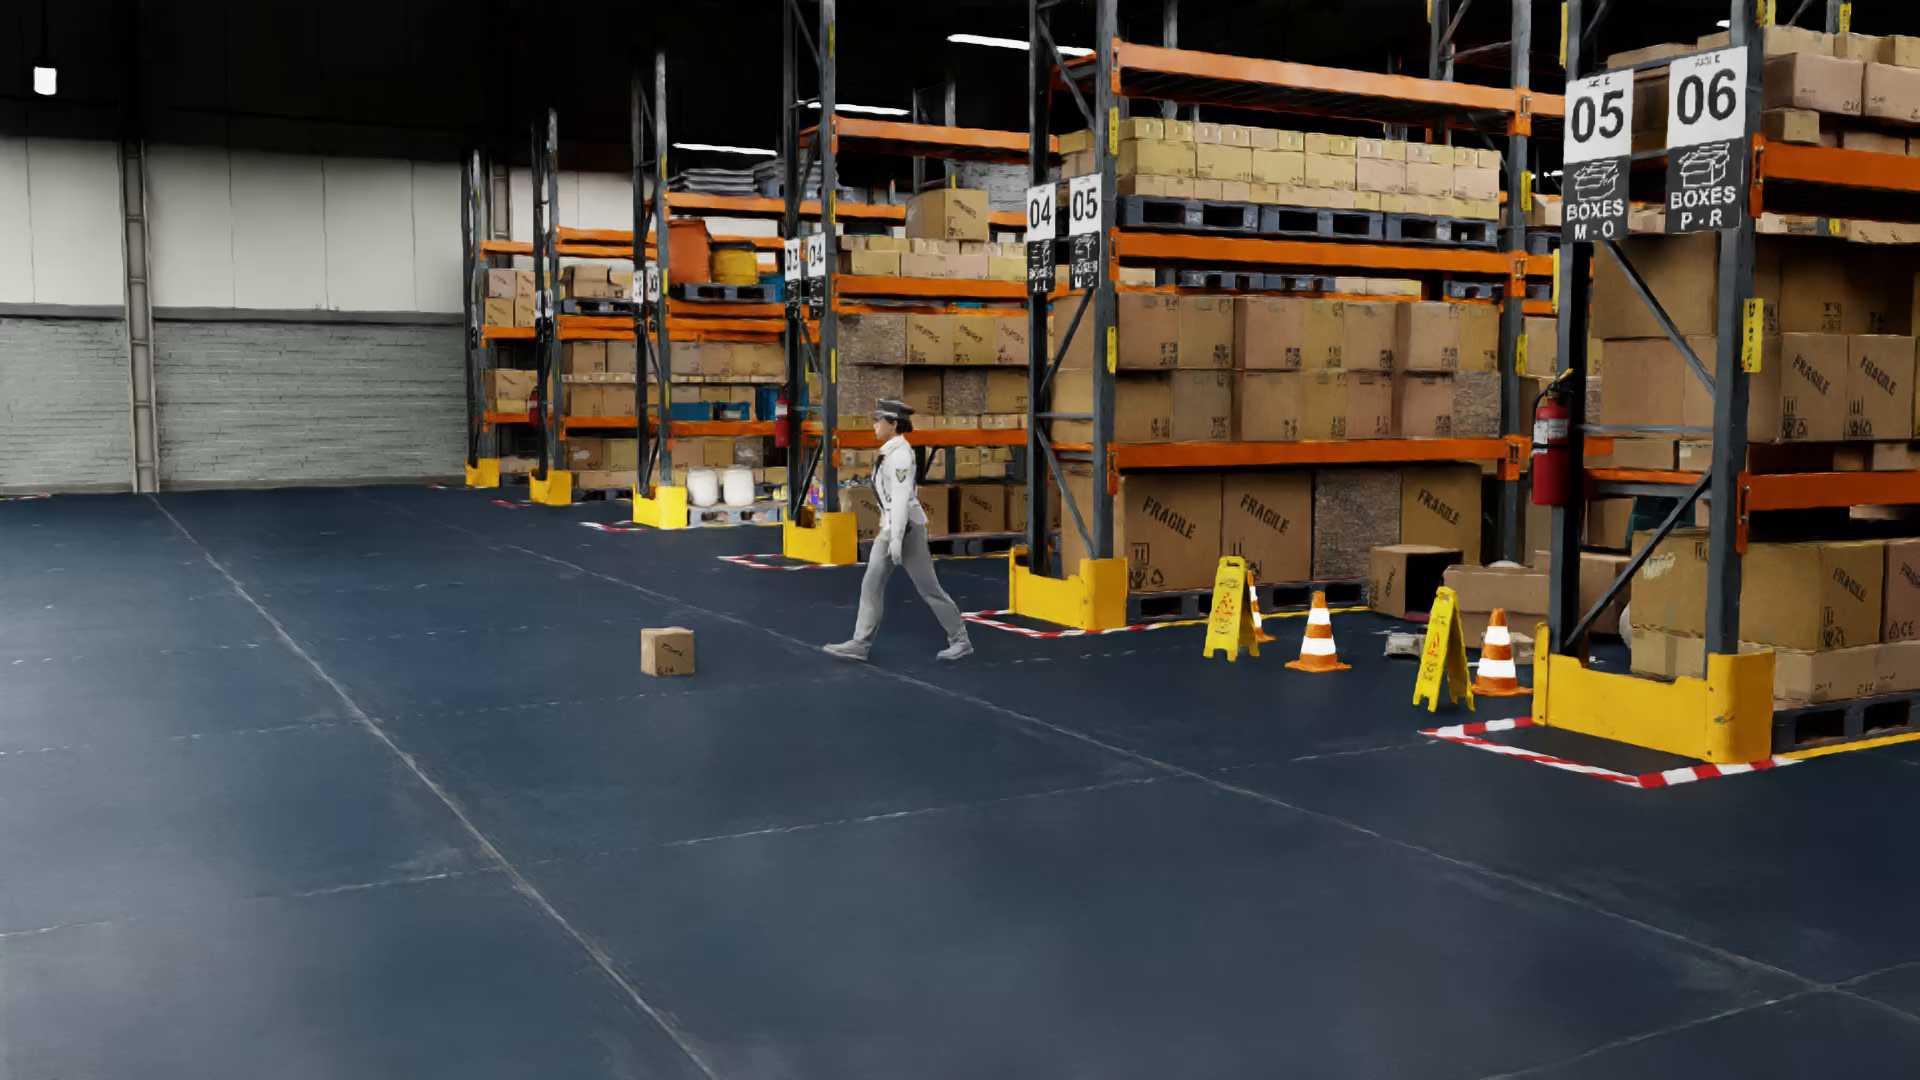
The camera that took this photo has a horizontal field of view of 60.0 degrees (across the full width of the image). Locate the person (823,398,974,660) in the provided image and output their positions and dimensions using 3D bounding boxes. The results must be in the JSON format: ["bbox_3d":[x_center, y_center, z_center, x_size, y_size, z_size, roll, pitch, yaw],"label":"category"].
[{"bbox_3d":[-0.375,-0.057,10.227,0.923,1.636,0.520,-1,5,-9],"label":"person"}]
